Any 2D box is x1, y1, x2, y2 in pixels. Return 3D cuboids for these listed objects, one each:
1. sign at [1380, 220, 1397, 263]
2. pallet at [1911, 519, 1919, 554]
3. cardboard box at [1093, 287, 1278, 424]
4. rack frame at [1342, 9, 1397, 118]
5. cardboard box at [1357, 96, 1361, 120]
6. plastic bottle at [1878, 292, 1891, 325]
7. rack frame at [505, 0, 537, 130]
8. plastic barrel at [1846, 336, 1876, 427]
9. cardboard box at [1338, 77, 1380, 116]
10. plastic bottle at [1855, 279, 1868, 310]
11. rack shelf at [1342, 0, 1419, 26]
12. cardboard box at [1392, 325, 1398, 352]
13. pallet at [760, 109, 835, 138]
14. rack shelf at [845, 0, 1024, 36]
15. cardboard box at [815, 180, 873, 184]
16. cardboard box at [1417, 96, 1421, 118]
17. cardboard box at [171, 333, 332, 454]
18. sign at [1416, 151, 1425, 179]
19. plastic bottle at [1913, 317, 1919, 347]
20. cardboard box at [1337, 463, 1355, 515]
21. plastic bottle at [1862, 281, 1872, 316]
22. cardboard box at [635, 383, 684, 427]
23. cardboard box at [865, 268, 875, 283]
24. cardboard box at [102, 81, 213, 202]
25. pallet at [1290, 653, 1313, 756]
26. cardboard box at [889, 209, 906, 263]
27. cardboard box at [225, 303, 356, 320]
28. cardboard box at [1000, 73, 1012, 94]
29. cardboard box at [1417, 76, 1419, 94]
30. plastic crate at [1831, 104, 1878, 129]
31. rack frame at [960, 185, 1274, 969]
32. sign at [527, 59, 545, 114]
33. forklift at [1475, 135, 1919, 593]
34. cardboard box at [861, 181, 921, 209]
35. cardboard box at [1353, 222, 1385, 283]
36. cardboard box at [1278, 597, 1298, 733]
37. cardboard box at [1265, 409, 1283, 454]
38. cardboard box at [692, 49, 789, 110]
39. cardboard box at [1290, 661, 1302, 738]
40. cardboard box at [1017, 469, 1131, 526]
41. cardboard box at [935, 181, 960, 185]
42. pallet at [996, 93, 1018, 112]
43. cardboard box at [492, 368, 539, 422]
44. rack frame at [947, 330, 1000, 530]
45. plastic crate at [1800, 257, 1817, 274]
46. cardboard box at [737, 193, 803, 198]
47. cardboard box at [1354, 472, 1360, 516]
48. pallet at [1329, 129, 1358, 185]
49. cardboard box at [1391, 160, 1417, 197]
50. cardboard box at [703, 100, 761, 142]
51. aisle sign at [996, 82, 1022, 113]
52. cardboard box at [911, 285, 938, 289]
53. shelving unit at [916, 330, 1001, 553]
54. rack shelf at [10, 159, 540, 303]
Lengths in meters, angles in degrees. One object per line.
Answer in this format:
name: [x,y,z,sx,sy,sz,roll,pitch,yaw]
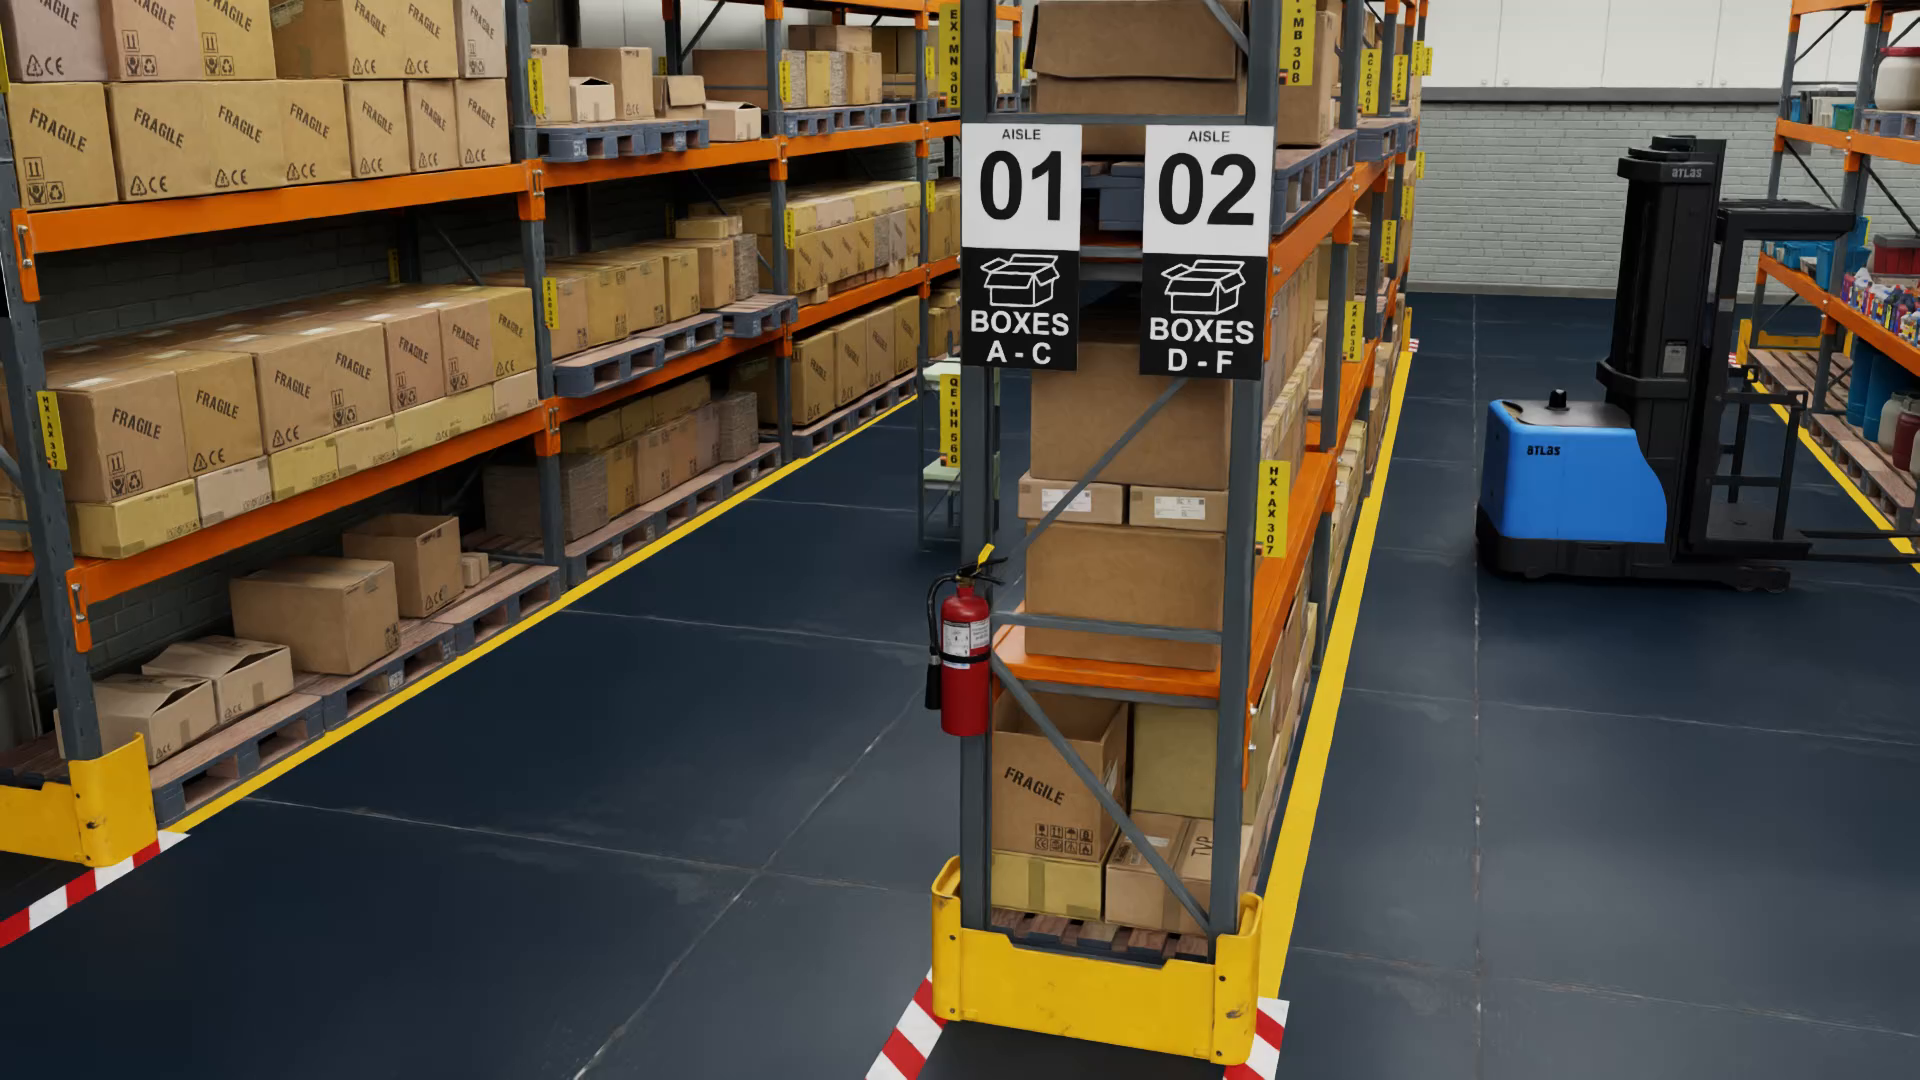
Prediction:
sign: [3.303,-2.300,12.820,0.100,0.325,0.005,5,16,16]
pallet: [7.261,0.141,11.445,1.003,0.211,1.213,5,16,16]
cardboard box: [0.943,-0.769,6.984,0.700,0.500,0.500,5,16,16]
rack frame: [2.770,-4.671,12.308,1.000,3.000,0.127,5,16,16]
cardboard box: [2.563,-3.097,11.758,0.500,0.250,0.500,5,17,17]
plastic bottle: [7.742,-1.937,13.896,0.097,0.271,0.097,0,16,0]
rack frame: [-3.117,-4.008,9.969,1.000,3.000,0.127,5,16,16]
plastic barrel: [8.484,-1.498,15.190,0.600,0.901,0.708,5,16,16]
cardboard box: [2.862,-3.393,13.115,0.910,0.500,0.500,5,16,16]
plastic bottle: [7.995,-2.169,14.716,0.097,0.271,0.097,0,16,0]
rack shelf: [3.338,-4.656,14.305,1.077,0.370,4.000,5,16,16]
cardboard box: [4.826,-2.360,19.384,0.500,0.250,0.500,5,16,16]
pallet: [-1.849,-3.693,14.702,1.213,0.211,1.003,5,17,18]
rack shelf: [-0.276,-6.086,19.346,1.077,0.370,4.000,5,16,16]
cardboard box: [-1.224,-3.676,17.655,0.500,0.250,0.500,5,17,18]
cardboard box: [5.150,-5.094,19.571,0.500,0.250,0.500,5,16,16]
cardboard box: [-3.527,-0.738,8.300,0.500,0.500,0.500,4,16,14]
sign: [5.570,-4.539,20.134,0.100,0.325,0.005,5,16,16]
plastic bottle: [7.395,-1.617,12.770,0.097,0.271,0.097,0,16,0]
cardboard box: [2.425,-0.379,11.410,0.500,0.311,0.500,5,17,17]
plastic bottle: [7.889,-2.095,14.433,0.061,0.283,0.133,5,16,16]
cardboard box: [-2.499,-1.067,12.993,0.500,0.250,0.500,5,16,16]
cardboard box: [-1.072,-2.664,16.649,0.380,0.149,0.250,4,16,14]
cardboard box: [-3.733,-1.782,7.398,0.500,0.500,0.500,6,17,20]
pallet: [1.367,0.808,9.095,1.003,0.211,1.213,5,16,16]
cardboard box: [-0.869,-3.141,17.142,0.500,0.500,0.500,5,17,16]
cardboard box: [-3.749,-1.048,9.393,0.500,0.500,0.500,5,17,17]
cardboard box: [0.339,-5.670,20.649,0.500,0.250,0.500,5,17,18]
cardboard box: [4.854,-5.074,18.583,0.500,0.250,0.500,5,16,16]
plastic crate: [8.607,-4.072,15.999,0.416,0.233,0.300,5,16,16]
rack frame: [0.496,0.308,5.747,1.000,3.000,0.127,5,16,16]
sign: [-2.595,-2.774,10.167,0.100,0.325,0.005,5,16,16]
forklift: [5.226,-1.211,11.228,3.031,2.935,1.130,2,16,8]
cardboard box: [-0.731,-3.634,17.507,0.500,0.250,0.500,5,17,17]
cardboard box: [3.464,-2.615,15.099,0.700,0.500,0.500,1,16,2]
cardboard box: [1.291,0.552,7.780,0.500,0.500,0.500,5,16,16]
cardboard box: [1.178,-0.475,7.137,0.380,0.149,0.250,4,16,15]
cardboard box: [-1.900,-4.000,14.449,0.700,0.500,0.500,3,16,12]
cardboard box: [1.431,0.782,8.344,0.500,0.250,0.500,5,16,16]
cardboard box: [0.422,-0.167,6.050,0.380,0.149,0.250,4,16,15]
cardboard box: [-0.039,-4.080,20.668,0.980,0.700,0.700,4,16,15]
pallet: [0.092,-5.467,20.772,1.003,0.211,1.213,5,16,16]
cardboard box: [-2.961,-0.912,10.286,0.500,0.250,0.500,5,16,16]
rack frame: [0.102,-0.816,12.456,0.400,1.500,0.023,5,16,16]
plastic crate: [8.861,-2.828,17.174,0.293,0.136,0.466,5,16,16]
cardboard box: [-1.801,-3.138,15.756,0.500,0.250,0.500,4,16,14]
cardboard box: [2.711,-0.373,12.416,0.500,0.250,0.500,4,16,15]
pallet: [1.416,-1.914,8.246,1.003,0.211,1.213,5,16,16]
cardboard box: [5.180,-4.270,19.870,0.500,0.500,0.500,4,16,15]
cardboard box: [-1.926,-3.369,13.340,0.500,0.311,0.500,5,16,16]
aisle sign: [0.601,-5.508,21.486,0.394,0.787,0.004,5,16,16]
cardboard box: [-0.470,-2.965,19.907,0.380,0.149,0.250,5,17,16]
shelving unit: [-0.002,-0.720,12.119,0.431,1.500,0.755,5,16,16]
rack shelf: [-3.686,-1.696,8.632,1.077,0.370,4.000,5,16,16]
